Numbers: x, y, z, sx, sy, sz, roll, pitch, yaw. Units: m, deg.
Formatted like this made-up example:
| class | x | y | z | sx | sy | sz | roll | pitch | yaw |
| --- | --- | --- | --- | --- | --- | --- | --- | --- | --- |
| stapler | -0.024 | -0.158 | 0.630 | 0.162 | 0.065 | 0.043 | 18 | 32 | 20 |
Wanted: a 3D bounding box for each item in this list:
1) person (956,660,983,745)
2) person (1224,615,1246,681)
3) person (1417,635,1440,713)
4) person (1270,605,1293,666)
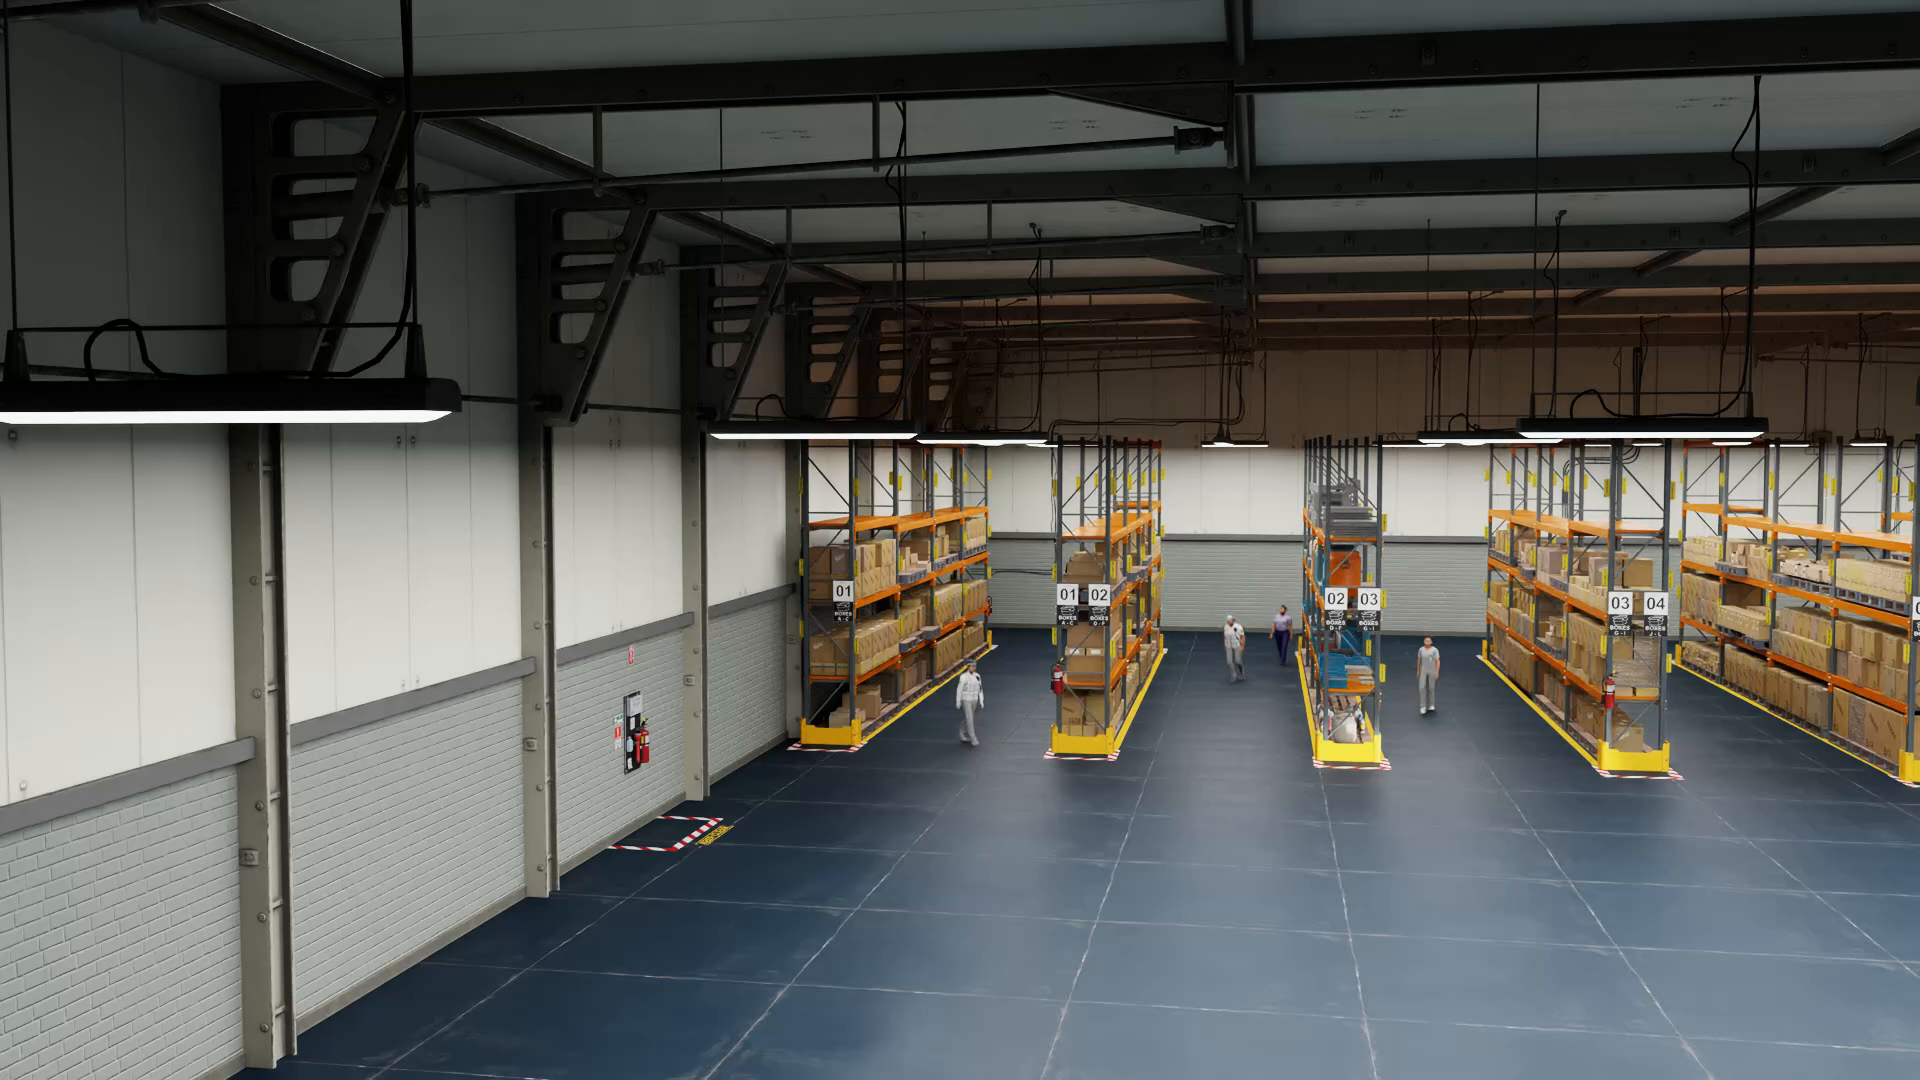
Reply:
| class | x | y | z | sx | sy | sz | roll | pitch | yaw |
| --- | --- | --- | --- | --- | --- | --- | --- | --- | --- |
| person | 0.221 | 3.133 | 32.349 | 0.540 | 1.625 | 0.919 | -3 | 4 | -41 |
| person | 6.818 | 2.677 | 41.338 | 0.553 | 1.642 | 0.552 | 2 | 4 | 29 |
| person | 10.254 | 2.929 | 36.429 | 0.501 | 1.691 | 0.619 | 2 | 3 | 27 |
| person | 8.556 | 2.522 | 44.267 | 0.573 | 1.588 | 1.030 | 2 | 3 | 28 |
